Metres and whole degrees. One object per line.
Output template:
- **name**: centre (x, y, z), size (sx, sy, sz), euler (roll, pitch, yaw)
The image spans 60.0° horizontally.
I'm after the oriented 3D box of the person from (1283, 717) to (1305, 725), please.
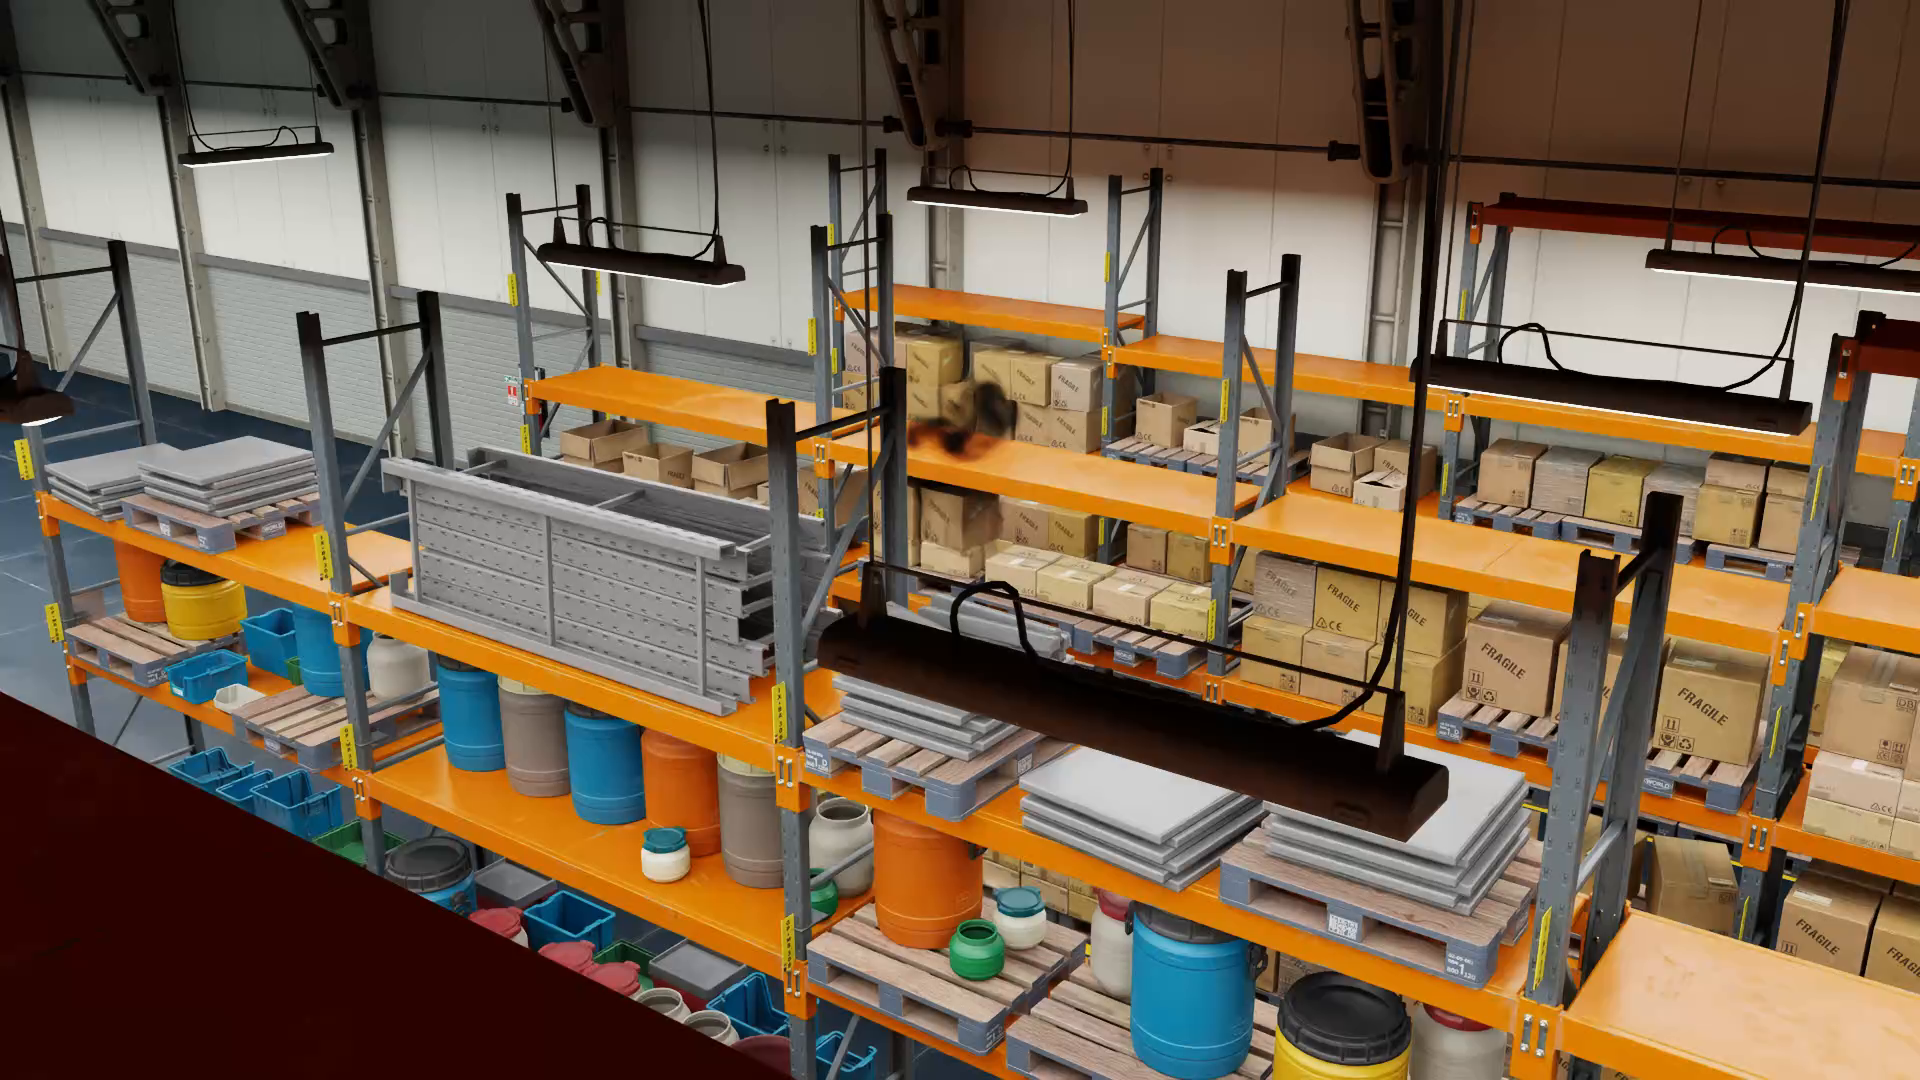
- **person**: centre (3.094, 2.160, 15.231), size (0.830, 1.732, 0.562), euler (14, 23, 35)
